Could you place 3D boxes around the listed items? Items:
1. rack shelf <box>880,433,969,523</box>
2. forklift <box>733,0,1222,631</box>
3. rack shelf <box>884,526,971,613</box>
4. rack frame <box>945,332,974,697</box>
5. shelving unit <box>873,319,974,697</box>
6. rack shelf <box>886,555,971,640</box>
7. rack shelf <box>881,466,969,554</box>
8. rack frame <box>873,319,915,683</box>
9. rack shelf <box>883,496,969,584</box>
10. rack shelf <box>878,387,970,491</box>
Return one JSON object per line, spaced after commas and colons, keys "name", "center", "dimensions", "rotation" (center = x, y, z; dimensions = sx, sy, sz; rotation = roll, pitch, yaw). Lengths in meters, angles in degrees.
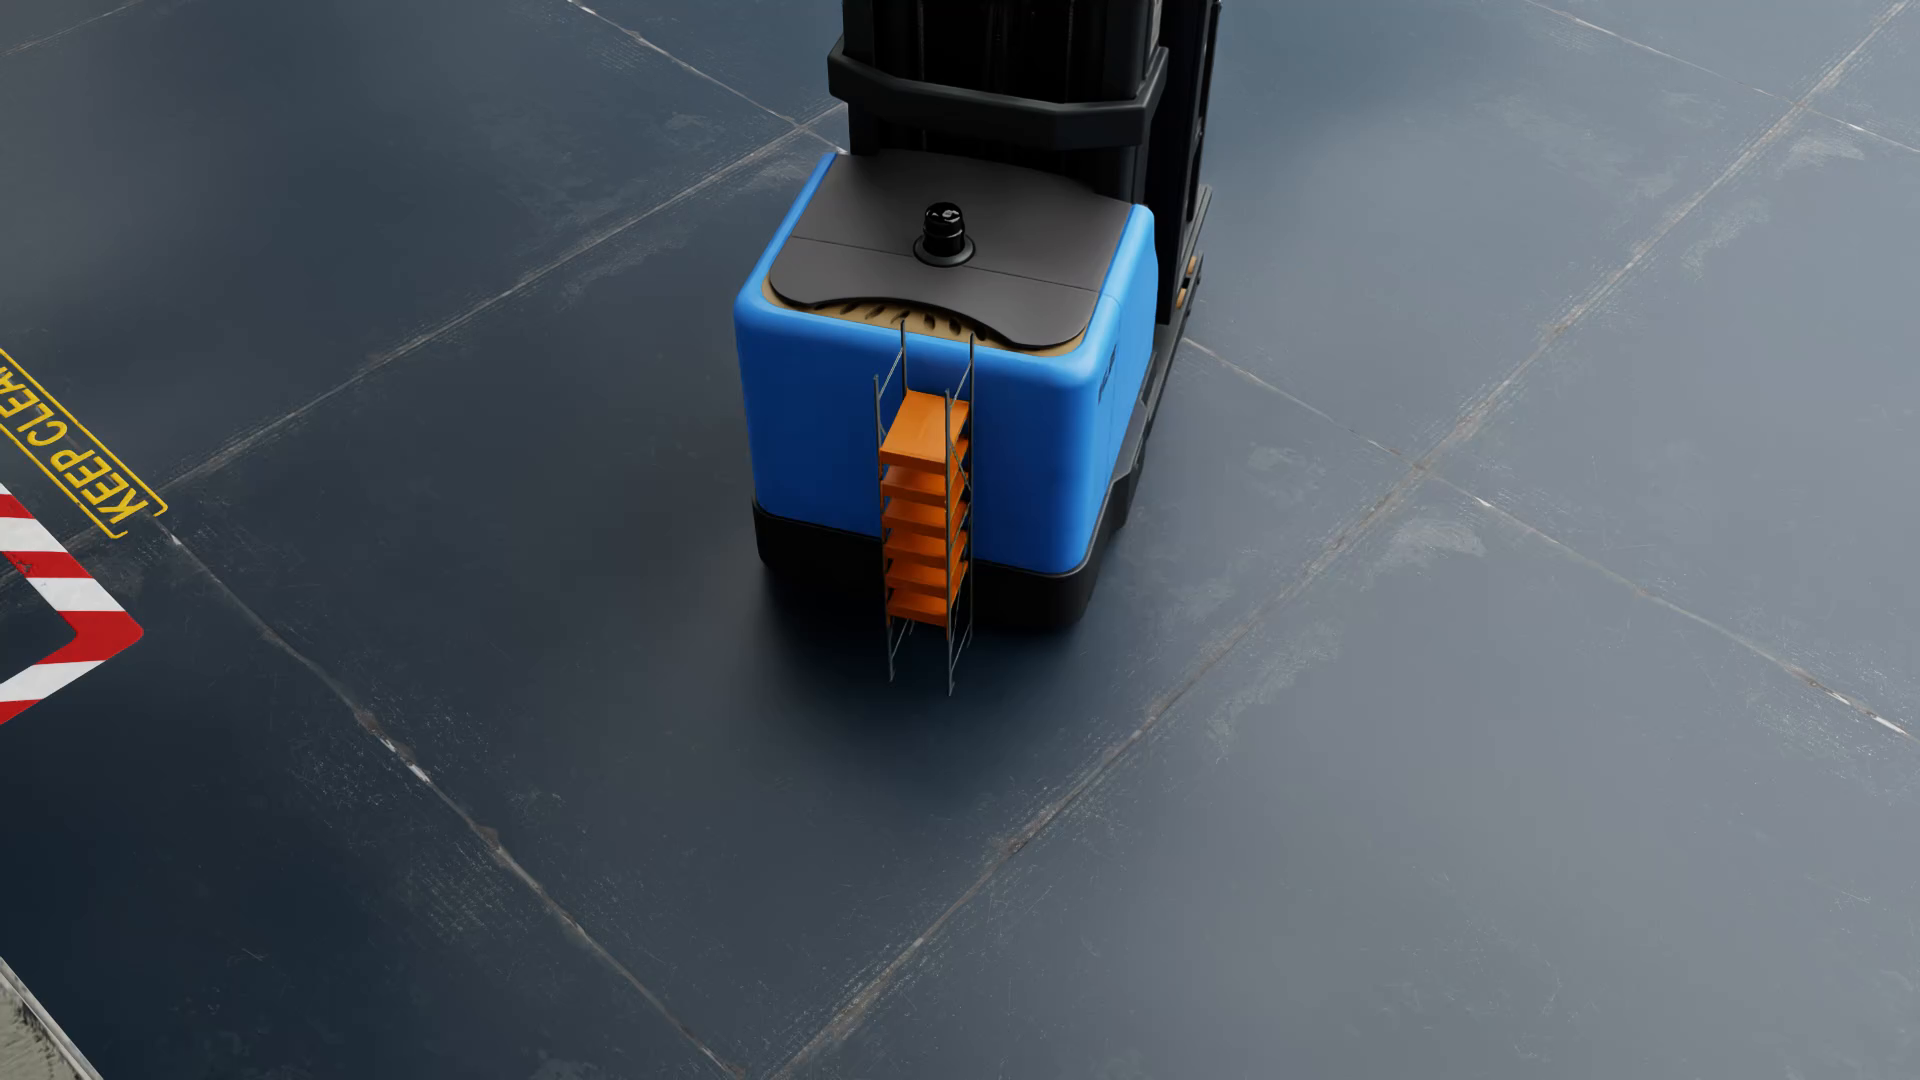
{"name": "rack shelf", "center": [-0.088, -0.183, 4.423], "dimensions": [0.180, 0.103, 0.258], "rotation": [12, 48, 11]}
{"name": "forklift", "center": [0.269, -1.829, 5.051], "dimensions": [1.130, 2.935, 3.031], "rotation": [12, 48, 11]}
{"name": "rack shelf", "center": [-0.087, 0.063, 4.687], "dimensions": [0.180, 0.103, 0.258], "rotation": [12, 48, 11]}
{"name": "rack frame", "center": [0.000, -0.031, 4.549], "dimensions": [0.006, 1.200, 0.240], "rotation": [12, 48, 11]}
{"name": "shelving unit", "center": [-0.088, -0.050, 4.566], "dimensions": [0.189, 1.200, 0.258], "rotation": [12, 48, 11]}
{"name": "rack shelf", "center": [-0.087, 0.145, 4.774], "dimensions": [0.180, 0.103, 0.258], "rotation": [12, 48, 11]}
{"name": "rack shelf", "center": [-0.088, -0.101, 4.511], "dimensions": [0.180, 0.103, 0.258], "rotation": [12, 48, 11]}
{"name": "rack frame", "center": [-0.175, -0.068, 4.584], "dimensions": [0.006, 1.200, 0.240], "rotation": [12, 48, 11]}
{"name": "rack shelf", "center": [-0.088, -0.019, 4.599], "dimensions": [0.180, 0.103, 0.258], "rotation": [12, 48, 11]}
{"name": "rack shelf", "center": [-0.088, -0.265, 4.336], "dimensions": [0.180, 0.103, 0.258], "rotation": [12, 48, 11]}
